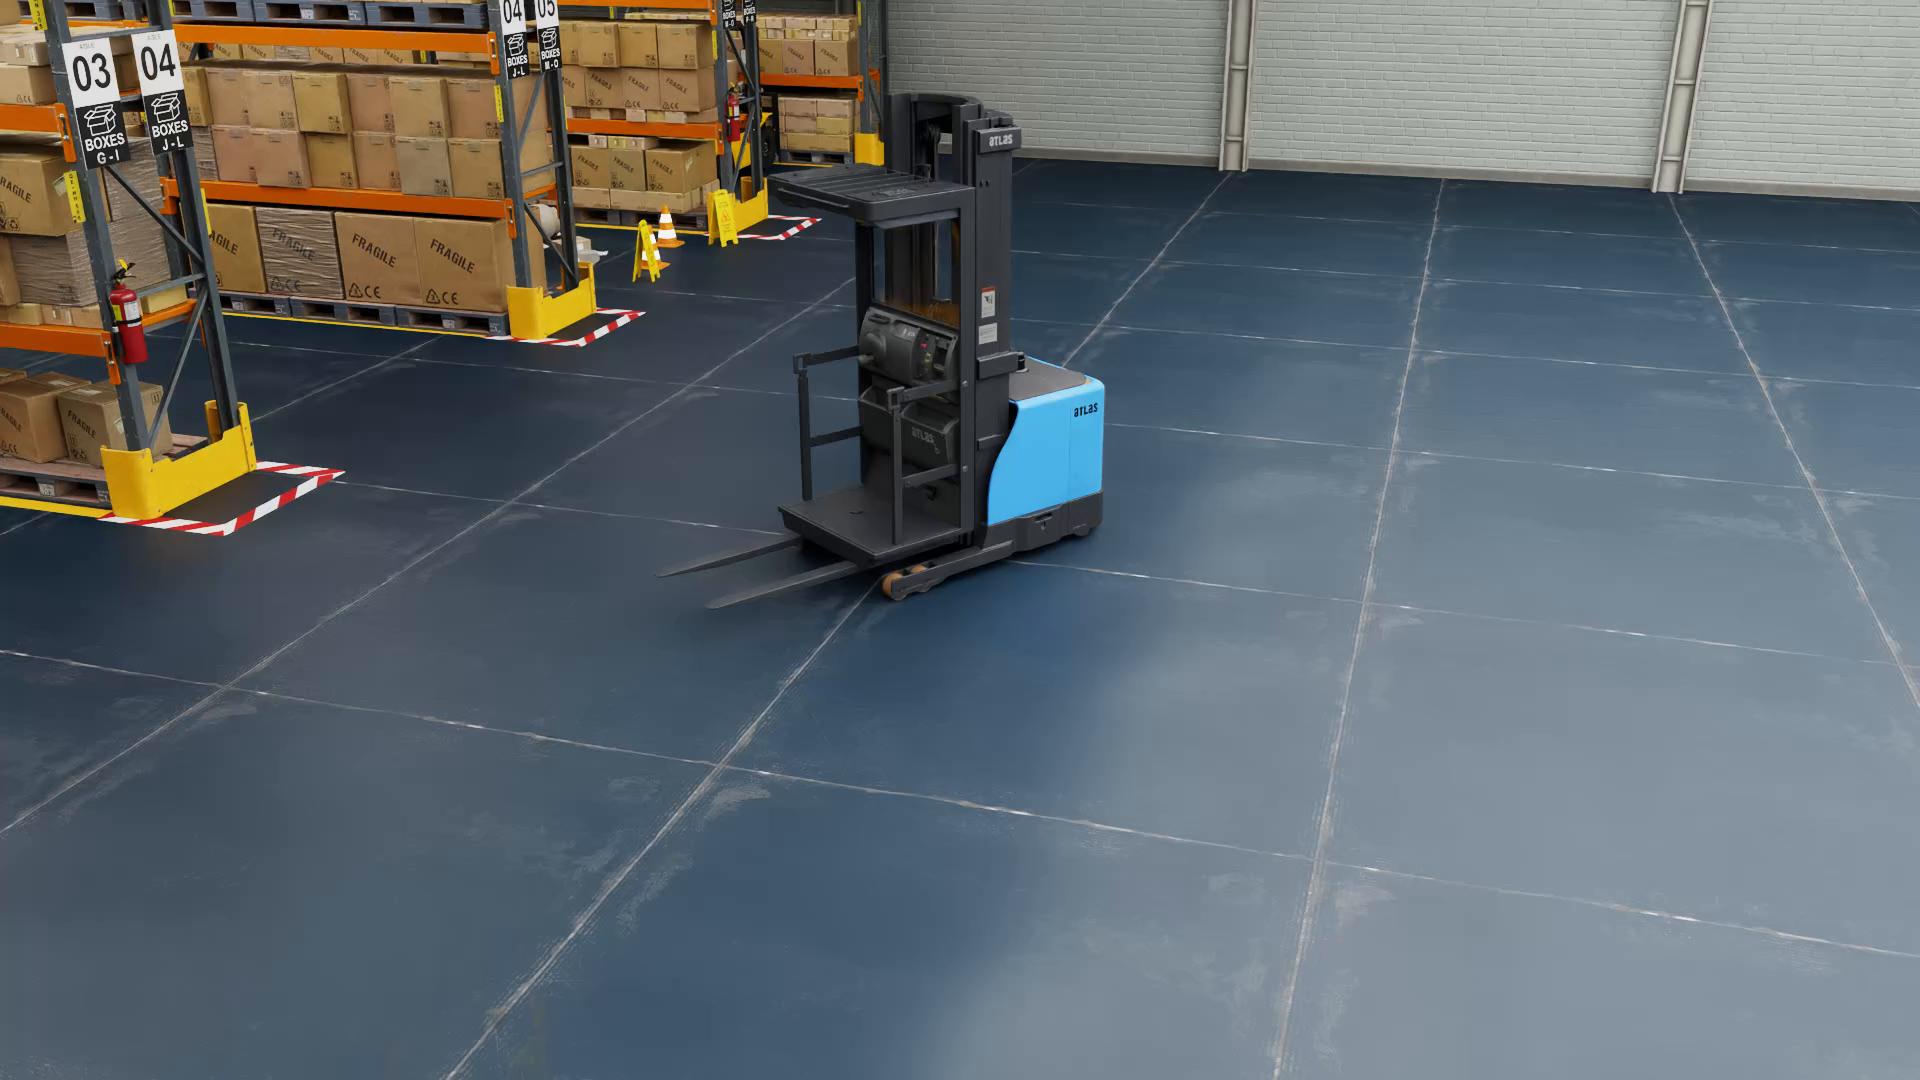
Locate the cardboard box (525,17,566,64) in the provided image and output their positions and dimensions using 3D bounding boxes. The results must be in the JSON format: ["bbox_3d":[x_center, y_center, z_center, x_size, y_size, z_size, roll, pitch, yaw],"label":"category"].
[{"bbox_3d":[-5.223,-6.173,20.526,0.500,0.500,0.700,6,23,14],"label":"cardboard box"}]

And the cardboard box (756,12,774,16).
[{"bbox_3d":[-3.010,-7.926,25.262,0.250,0.149,0.380,7,23,16],"label":"cardboard box"}]

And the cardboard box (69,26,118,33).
[{"bbox_3d":[-5.987,-3.424,11.385,0.250,0.149,0.380,7,23,17],"label":"cardboard box"}]

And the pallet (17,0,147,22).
[{"bbox_3d":[-8.762,-5.355,16.671,1.217,0.209,0.805,6,23,13],"label":"pallet"}]

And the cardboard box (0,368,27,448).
[{"bbox_3d":[-7.339,-0.984,12.458,0.500,0.500,0.500,9,24,20],"label":"cardboard box"}]

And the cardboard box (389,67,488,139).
[{"bbox_3d":[-4.938,-4.185,15.899,0.550,0.550,0.875,7,23,16],"label":"cardboard box"}]

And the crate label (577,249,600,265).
[{"bbox_3d":[-4.258,-3.221,18.942,0.298,0.136,0.250,-5,23,-12],"label":"crate label"}]

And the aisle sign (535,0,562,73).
[{"bbox_3d":[-3.886,-4.838,15.688,0.004,0.787,0.394,7,23,16],"label":"aisle sign"}]

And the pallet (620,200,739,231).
[{"bbox_3d":[-3.548,-4.164,21.143,1.213,0.211,1.003,7,23,16],"label":"pallet"}]

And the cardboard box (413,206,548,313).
[{"bbox_3d":[-4.709,-2.796,16.380,0.875,0.875,0.875,7,23,16],"label":"cardboard box"}]

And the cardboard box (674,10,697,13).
[{"bbox_3d":[-4.228,-8.078,25.633,0.250,0.149,0.380,6,23,15],"label":"cardboard box"}]

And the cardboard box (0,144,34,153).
[{"bbox_3d":[-6.648,-2.413,11.359,0.500,0.500,0.500,7,23,16],"label":"cardboard box"}]

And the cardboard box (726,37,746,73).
[{"bbox_3d":[-3.293,-7.320,25.031,0.500,0.500,0.500,7,23,16],"label":"cardboard box"}]

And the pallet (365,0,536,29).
[{"bbox_3d":[-4.754,-4.959,15.571,1.213,0.211,1.003,7,23,16],"label":"pallet"}]

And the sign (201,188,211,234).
[{"bbox_3d":[-5.414,-2.341,11.884,0.005,0.325,0.100,7,23,16],"label":"sign"}]

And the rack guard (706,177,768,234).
[{"bbox_3d":[-2.780,-4.196,20.840,0.348,0.500,1.175,7,23,16],"label":"rack guard"}]

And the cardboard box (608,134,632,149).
[{"bbox_3d":[-4.160,-4.951,20.614,0.250,0.149,0.380,7,23,16],"label":"cardboard box"}]

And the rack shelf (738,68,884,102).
[{"bbox_3d":[-3.192,-7.034,25.414,4.000,0.370,1.077,7,23,16],"label":"rack shelf"}]

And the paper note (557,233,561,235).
[{"bbox_3d":[-4.864,-3.768,20.415,0.148,0.019,0.142,-1,22,-3],"label":"paper note"}]

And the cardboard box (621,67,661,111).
[{"bbox_3d":[-3.785,-5.544,20.309,0.500,0.500,0.500,7,23,16],"label":"cardboard box"}]

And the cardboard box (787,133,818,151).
[{"bbox_3d":[-2.292,-6.065,25.172,0.500,0.250,0.500,7,23,15],"label":"cardboard box"}]

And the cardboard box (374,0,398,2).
[{"bbox_3d":[-5.186,-5.044,15.307,0.250,0.149,0.380,7,23,16],"label":"cardboard box"}]

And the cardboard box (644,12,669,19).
[{"bbox_3d":[-4.606,-7.938,25.291,0.250,0.149,0.380,7,23,16],"label":"cardboard box"}]

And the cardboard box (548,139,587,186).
[{"bbox_3d":[-5.038,-4.777,21.045,0.500,0.500,0.500,8,24,18],"label":"cardboard box"}]

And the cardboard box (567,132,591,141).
[{"bbox_3d":[-4.917,-4.974,21.524,0.500,0.500,0.500,8,24,18],"label":"cardboard box"}]

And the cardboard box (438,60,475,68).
[{"bbox_3d":[-6.196,-5.817,20.975,0.500,0.500,0.500,6,23,15],"label":"cardboard box"}]

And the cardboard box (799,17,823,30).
[{"bbox_3d":[-2.185,-7.629,24.538,0.250,0.149,0.380,7,23,17],"label":"cardboard box"}]

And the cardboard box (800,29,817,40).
[{"bbox_3d":[-2.174,-7.498,24.611,0.250,0.149,0.380,7,23,17],"label":"cardboard box"}]

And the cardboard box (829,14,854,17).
[{"bbox_3d":[-1.774,-7.798,24.950,0.250,0.149,0.380,7,23,17],"label":"cardboard box"}]

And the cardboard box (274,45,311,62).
[{"bbox_3d":[-8.515,-6.298,21.594,0.500,0.500,0.500,6,23,13],"label":"cardboard box"}]

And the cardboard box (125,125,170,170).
[{"bbox_3d":[-8.447,-3.979,16.887,0.500,0.500,0.500,6,23,15],"label":"cardboard box"}]

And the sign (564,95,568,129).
[{"bbox_3d":[-3.875,-4.173,16.245,0.005,0.325,0.100,7,23,16],"label":"sign"}]

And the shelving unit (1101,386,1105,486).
[{"bbox_3d":[0.846,-0.650,11.670,0.258,0.900,0.210,-15,27,-33],"label":"shelving unit"}]

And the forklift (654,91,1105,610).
[{"bbox_3d":[-0.491,-1.206,10.347,3.031,2.935,1.130,-17,28,-36],"label":"forklift"}]

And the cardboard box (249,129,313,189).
[{"bbox_3d":[-6.497,-3.852,16.511,0.550,0.550,0.875,7,23,16],"label":"cardboard box"}]

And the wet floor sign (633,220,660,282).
[{"bbox_3d":[-3.441,-3.161,18.127,0.232,0.644,0.267,3,22,6],"label":"wet floor sign"}]

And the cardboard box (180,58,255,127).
[{"bbox_3d":[-7.527,-4.489,16.641,0.550,0.550,0.875,7,23,16],"label":"cardboard box"}]

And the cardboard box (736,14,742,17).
[{"bbox_3d":[-3.387,-7.794,24.941,0.250,0.149,0.380,7,23,16],"label":"cardboard box"}]

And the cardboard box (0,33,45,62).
[{"bbox_3d":[-6.141,-3.235,10.923,0.250,0.149,0.380,6,23,14],"label":"cardboard box"}]

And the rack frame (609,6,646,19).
[{"bbox_3d":[-5.107,-7.586,25.812,0.127,3.000,1.000,7,23,16],"label":"rack frame"}]

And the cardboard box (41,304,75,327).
[{"bbox_3d":[-6.142,-1.611,11.576,0.250,0.149,0.380,7,23,16],"label":"cardboard box"}]

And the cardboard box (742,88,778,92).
[{"bbox_3d":[-3.126,-6.825,25.708,0.500,0.250,0.500,6,23,14],"label":"cardboard box"}]

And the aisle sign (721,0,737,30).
[{"bbox_3d":[-2.732,-6.435,19.579,0.004,0.787,0.394,7,23,16],"label":"aisle sign"}]

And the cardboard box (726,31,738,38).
[{"bbox_3d":[-3.403,-7.625,24.921,0.250,0.149,0.380,6,23,14],"label":"cardboard box"}]

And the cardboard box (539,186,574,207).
[{"bbox_3d":[-5.027,-4.430,21.188,0.500,0.250,0.500,6,23,15],"label":"cardboard box"}]

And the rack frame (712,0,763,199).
[{"bbox_3d":[-2.708,-5.344,20.346,0.127,3.000,1.000,7,23,16],"label":"rack frame"}]

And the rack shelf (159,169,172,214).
[{"bbox_3d":[-9.785,-3.859,17.674,4.000,0.370,1.077,7,23,16],"label":"rack shelf"}]

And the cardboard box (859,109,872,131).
[{"bbox_3d":[-1.667,-6.428,25.400,0.500,0.250,0.500,7,23,16],"label":"cardboard box"}]

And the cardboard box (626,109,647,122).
[{"bbox_3d":[-3.896,-5.232,20.403,0.250,0.149,0.380,7,23,16],"label":"cardboard box"}]
